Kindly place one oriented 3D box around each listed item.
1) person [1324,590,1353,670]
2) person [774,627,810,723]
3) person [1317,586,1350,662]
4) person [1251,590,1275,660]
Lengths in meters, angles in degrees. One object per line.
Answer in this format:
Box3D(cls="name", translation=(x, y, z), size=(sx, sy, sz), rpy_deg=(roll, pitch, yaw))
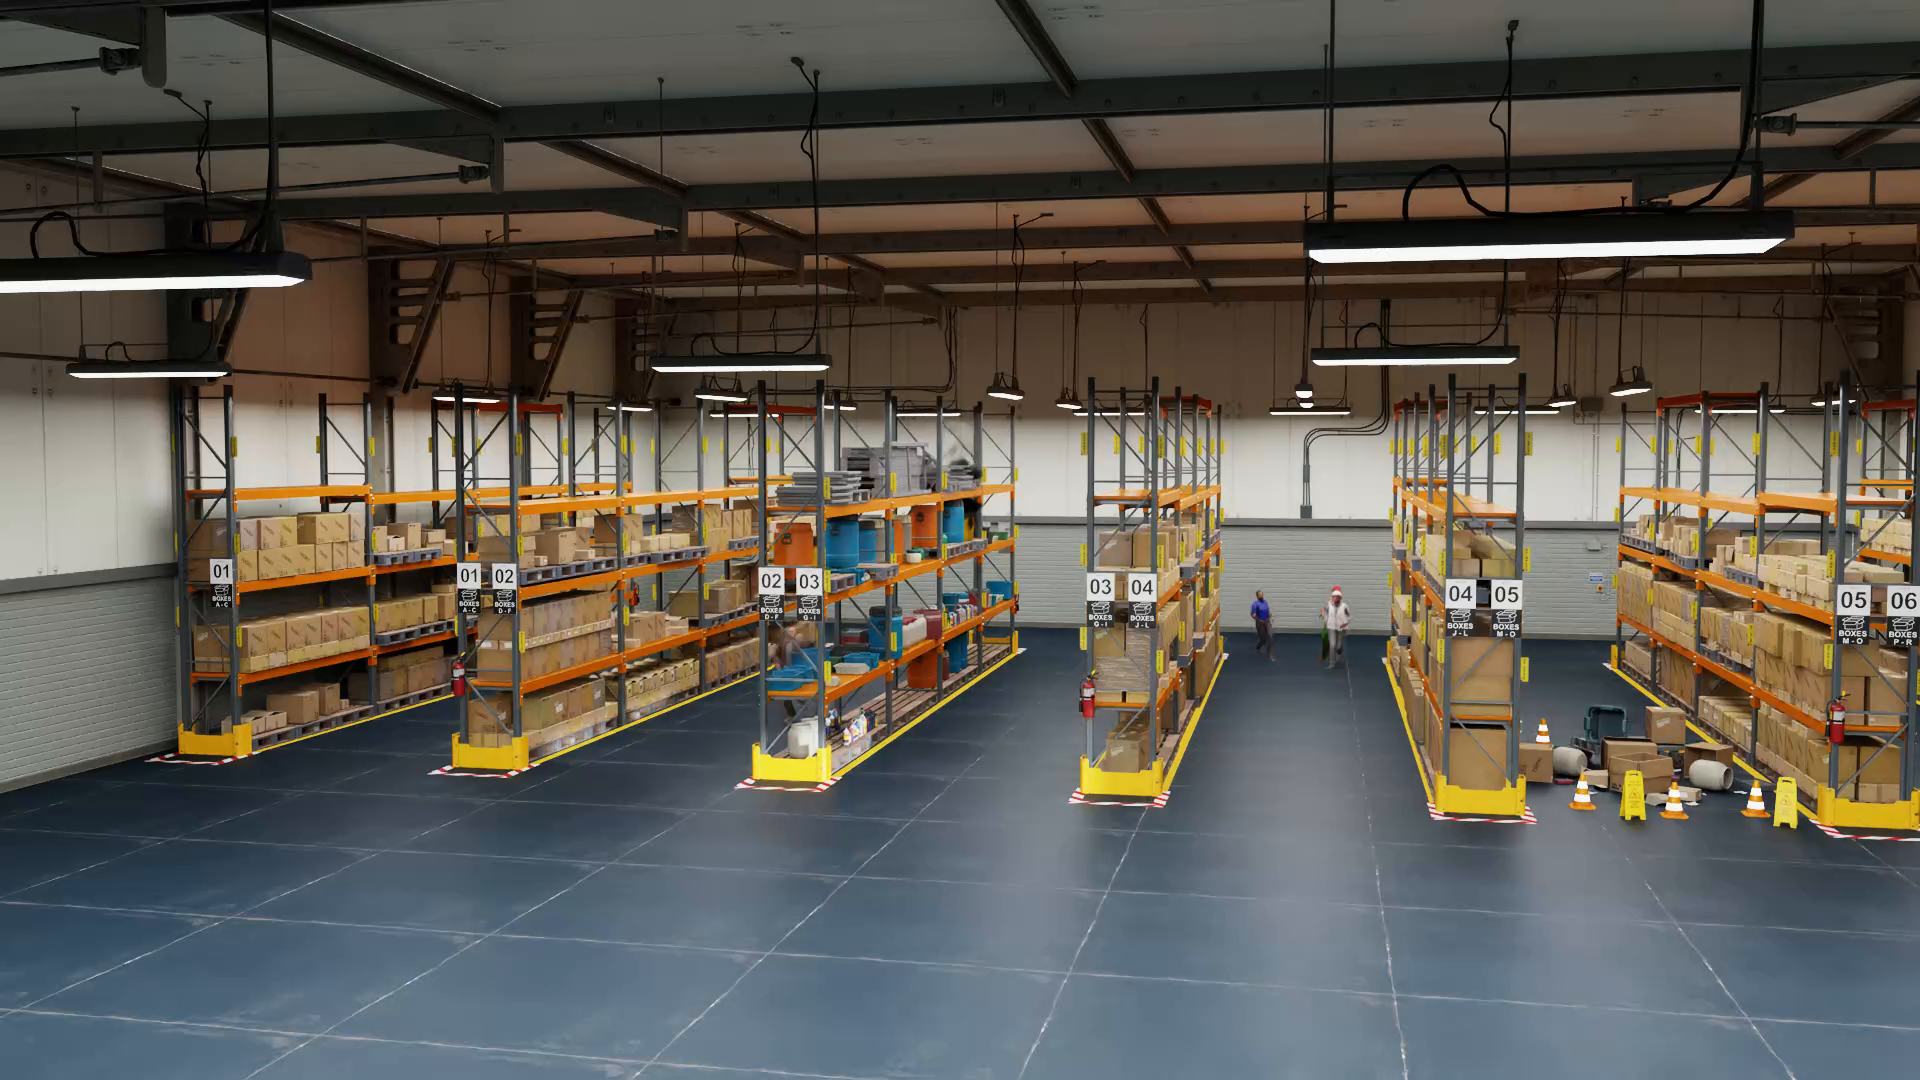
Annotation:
Box3D(cls="person", translation=(8.572, 2.019, 37.673), size=(0.671, 1.779, 0.792), rpy_deg=(1, 3, 21))
Box3D(cls="person", translation=(-3.060, 2.447, 30.347), size=(0.746, 1.739, 0.661), rpy_deg=(1, 3, 15))
Box3D(cls="person", translation=(8.681, 1.965, 38.886), size=(0.644, 1.784, 0.720), rpy_deg=(-2, 4, -27))
Box3D(cls="person", translation=(7.113, 2.006, 39.295), size=(0.609, 1.643, 0.732), rpy_deg=(-1, 3, -22))
